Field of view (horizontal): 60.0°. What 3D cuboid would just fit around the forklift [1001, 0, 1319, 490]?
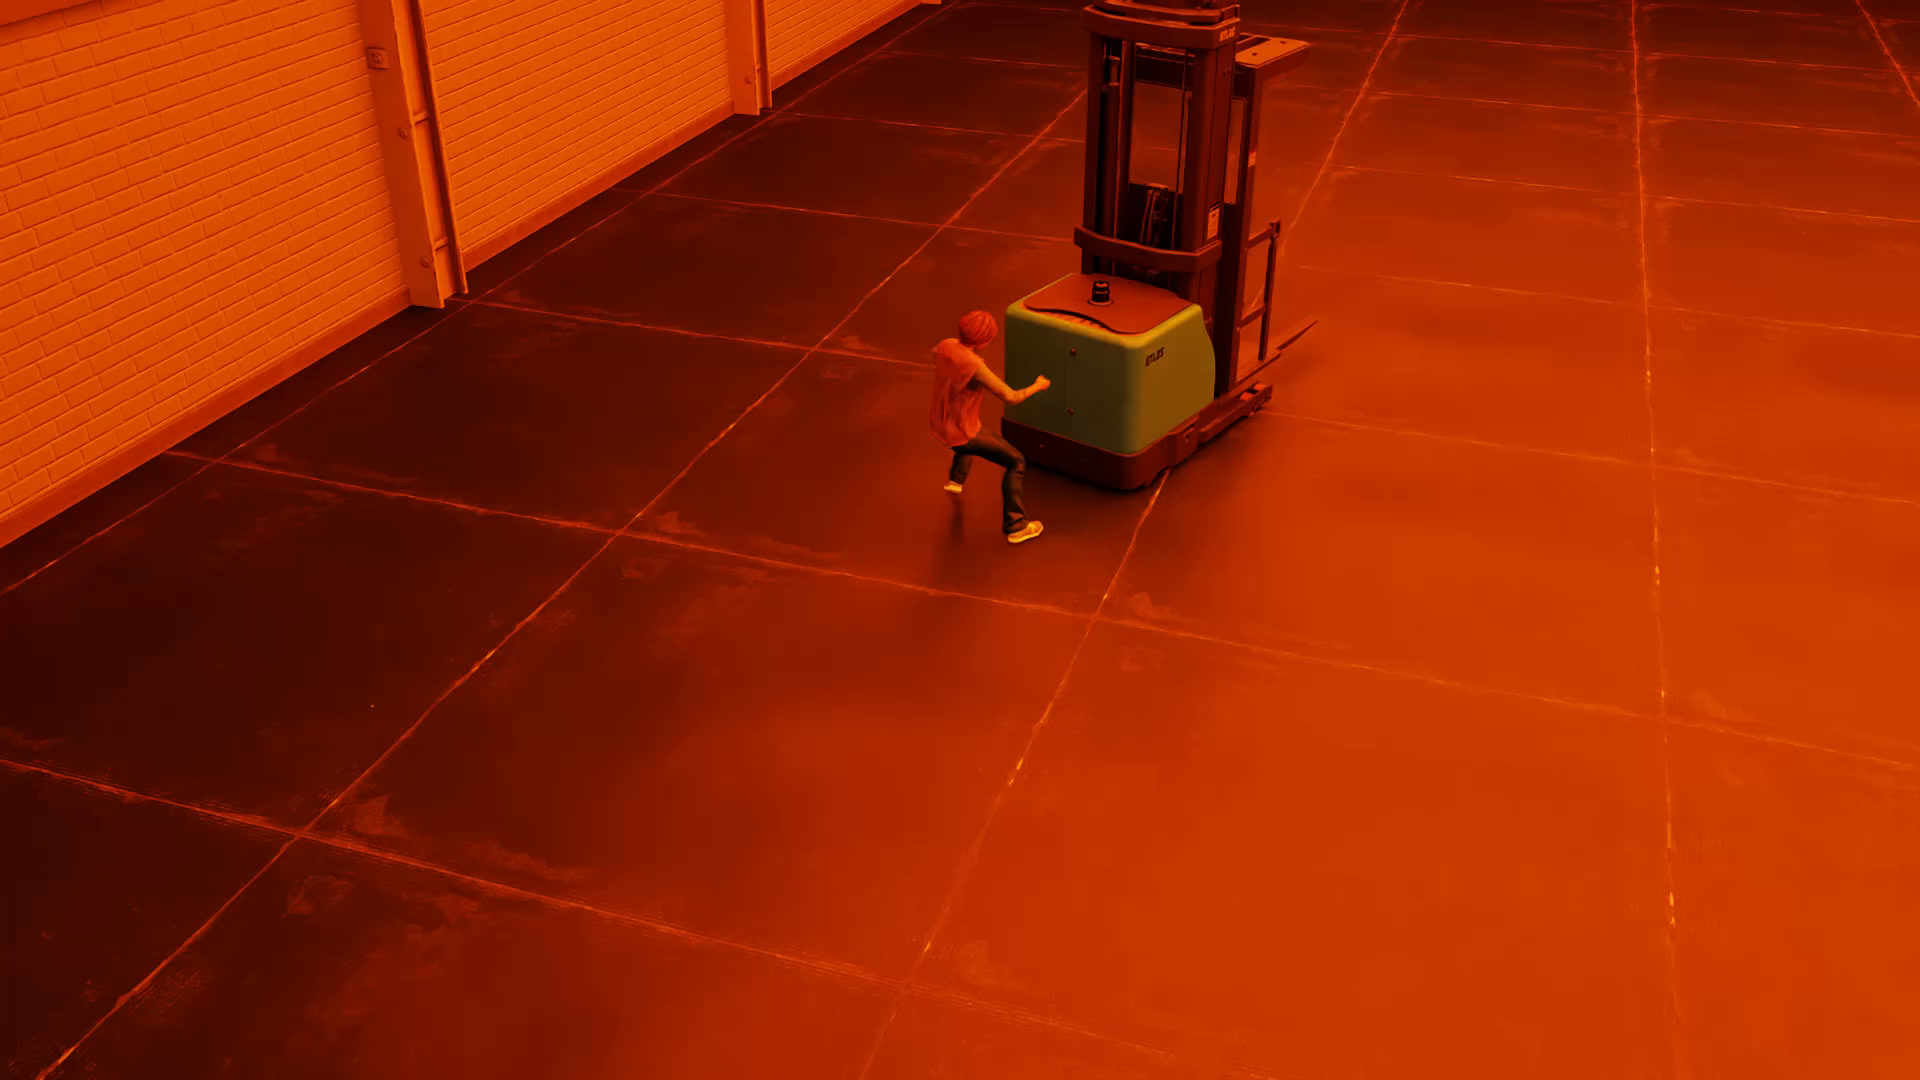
[{"bbox_3d":[1.551,-2.263,11.106,1.130,2.935,3.031,20,35,31],"label":"forklift"}]

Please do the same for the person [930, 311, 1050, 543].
[{"bbox_3d":[0.153,-0.764,10.043,0.674,1.374,0.877,-17,34,-28],"label":"person"}]
